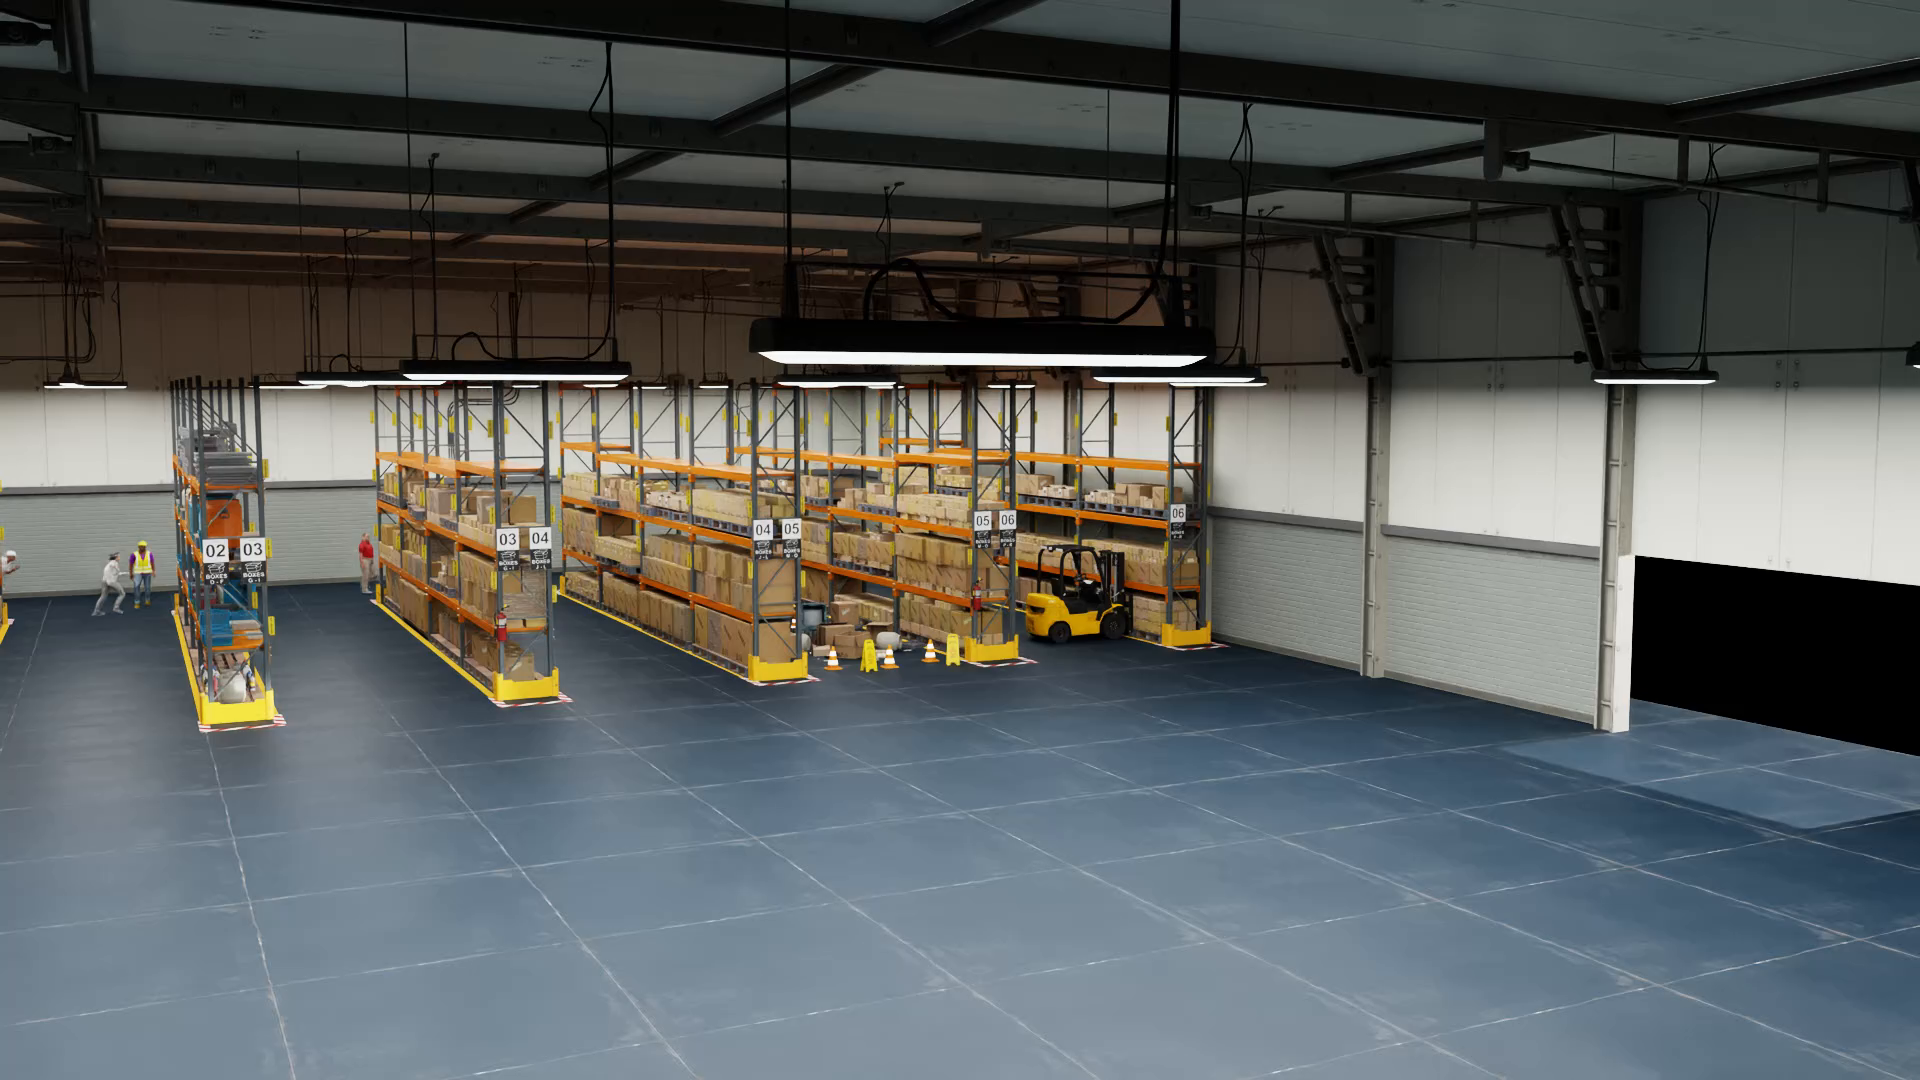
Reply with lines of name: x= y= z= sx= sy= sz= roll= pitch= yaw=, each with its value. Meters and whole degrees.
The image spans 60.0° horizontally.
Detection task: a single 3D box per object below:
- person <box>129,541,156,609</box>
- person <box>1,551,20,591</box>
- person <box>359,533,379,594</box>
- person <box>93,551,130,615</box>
person: x=-21.779 y=0.928 z=44.293 sx=0.648 sy=1.807 sz=0.784 roll=-2 pitch=5 yaw=-19
person: x=-25.816 y=1.024 z=44.665 sx=0.970 sy=1.460 sz=0.670 roll=-2 pitch=5 yaw=-17
person: x=-16.801 y=0.658 z=47.136 sx=0.485 sy=1.736 sz=0.565 roll=1 pitch=5 yaw=14
person: x=-21.826 y=1.102 z=42.780 sx=0.555 sy=1.609 sz=0.937 roll=4 pitch=7 yaw=39
